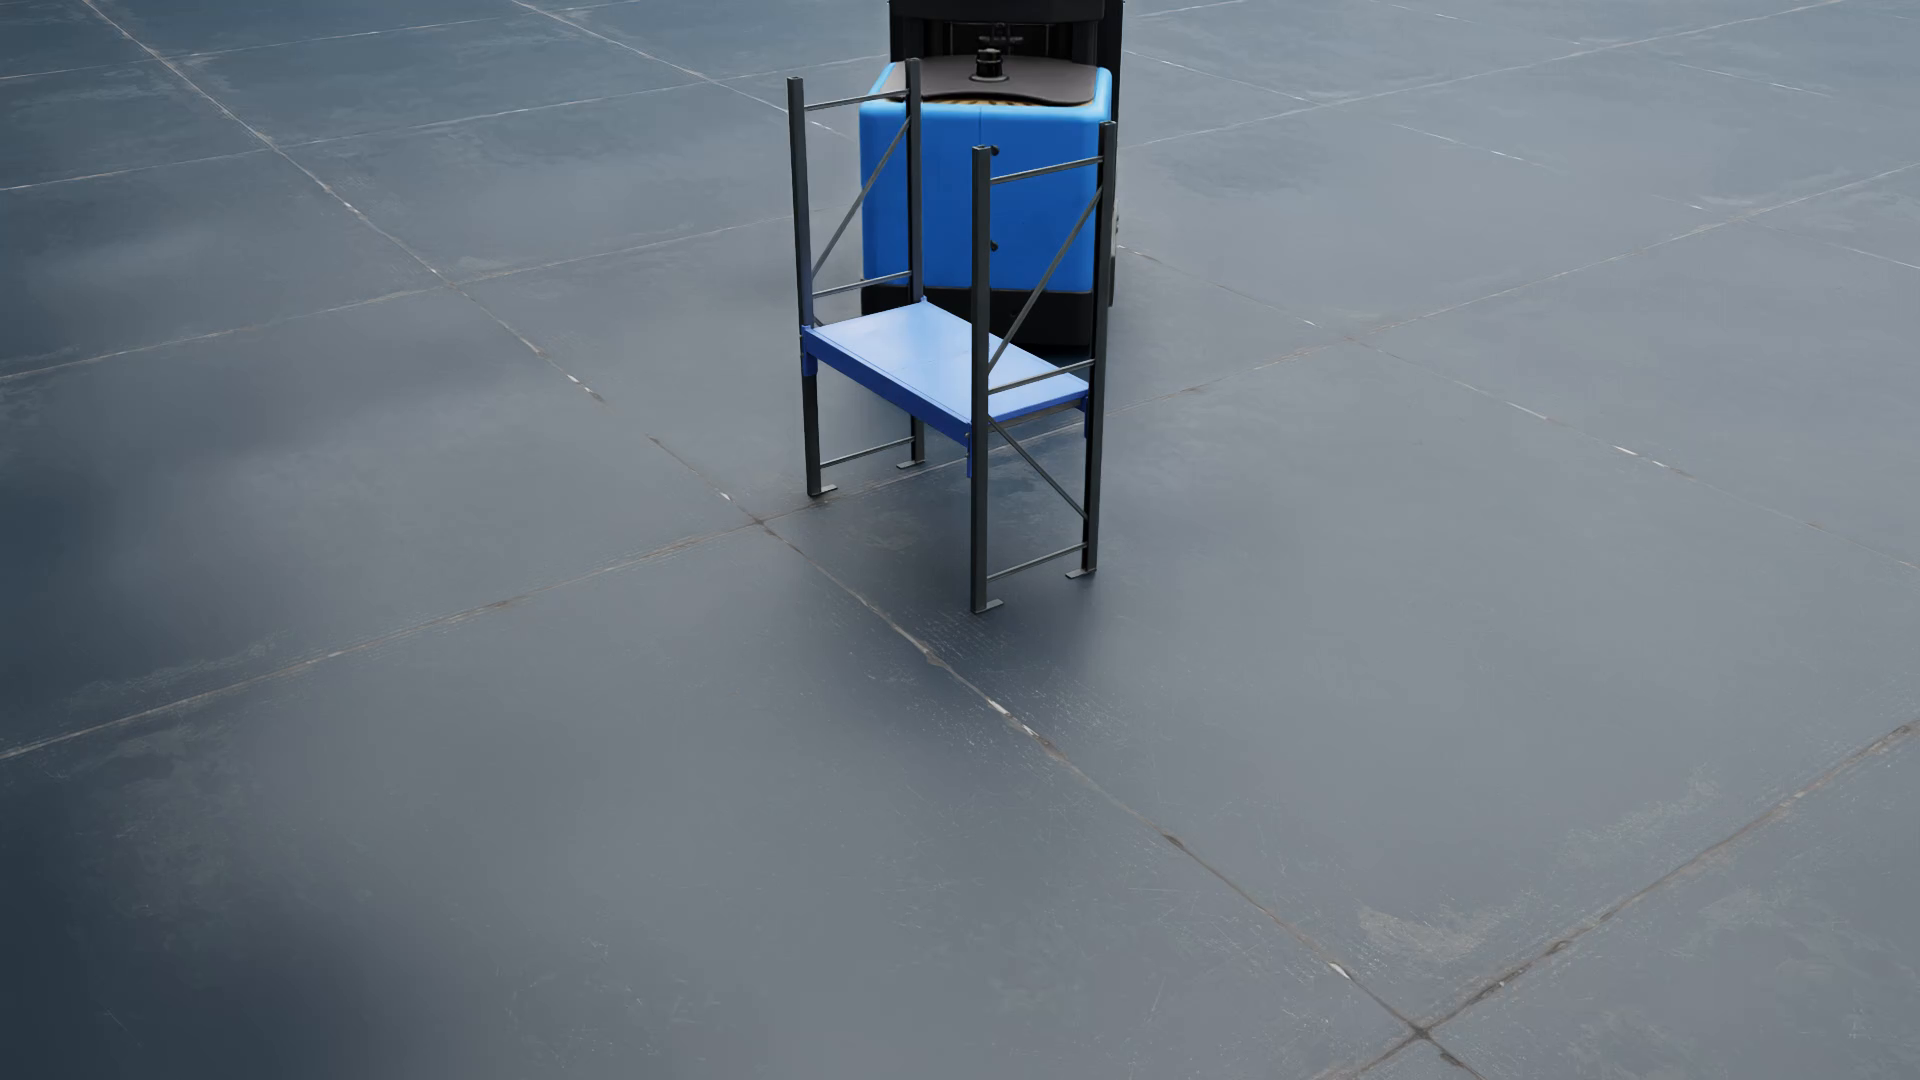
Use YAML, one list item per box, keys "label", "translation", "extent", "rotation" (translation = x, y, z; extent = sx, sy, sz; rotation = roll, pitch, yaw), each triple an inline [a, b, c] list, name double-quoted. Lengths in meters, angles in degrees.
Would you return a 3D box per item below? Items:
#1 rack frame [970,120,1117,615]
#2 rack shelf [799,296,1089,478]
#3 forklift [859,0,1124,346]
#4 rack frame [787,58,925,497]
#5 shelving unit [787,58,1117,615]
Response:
- label: "rack frame"
  translation: [0.245, -0.495, 5.089]
  extent: [0.500, 1.500, 0.032]
  rotation: [-19, 34, -31]
- label: "rack shelf"
  translation: [-0.049, -0.534, 5.539]
  extent: [0.538, 0.185, 1.000]
  rotation: [-19, 34, -31]
- label: "forklift"
  translation: [0.241, -2.798, 7.830]
  extent: [1.130, 2.935, 3.031]
  rotation: [3, 29, 5]
- label: "rack frame"
  translation: [-0.344, -0.890, 5.817]
  extent: [0.500, 1.500, 0.032]
  rotation: [-19, 34, -31]
- label: "shelving unit"
  translation: [-0.049, -0.692, 5.453]
  extent: [0.538, 1.500, 1.048]
  rotation: [-19, 34, -31]
